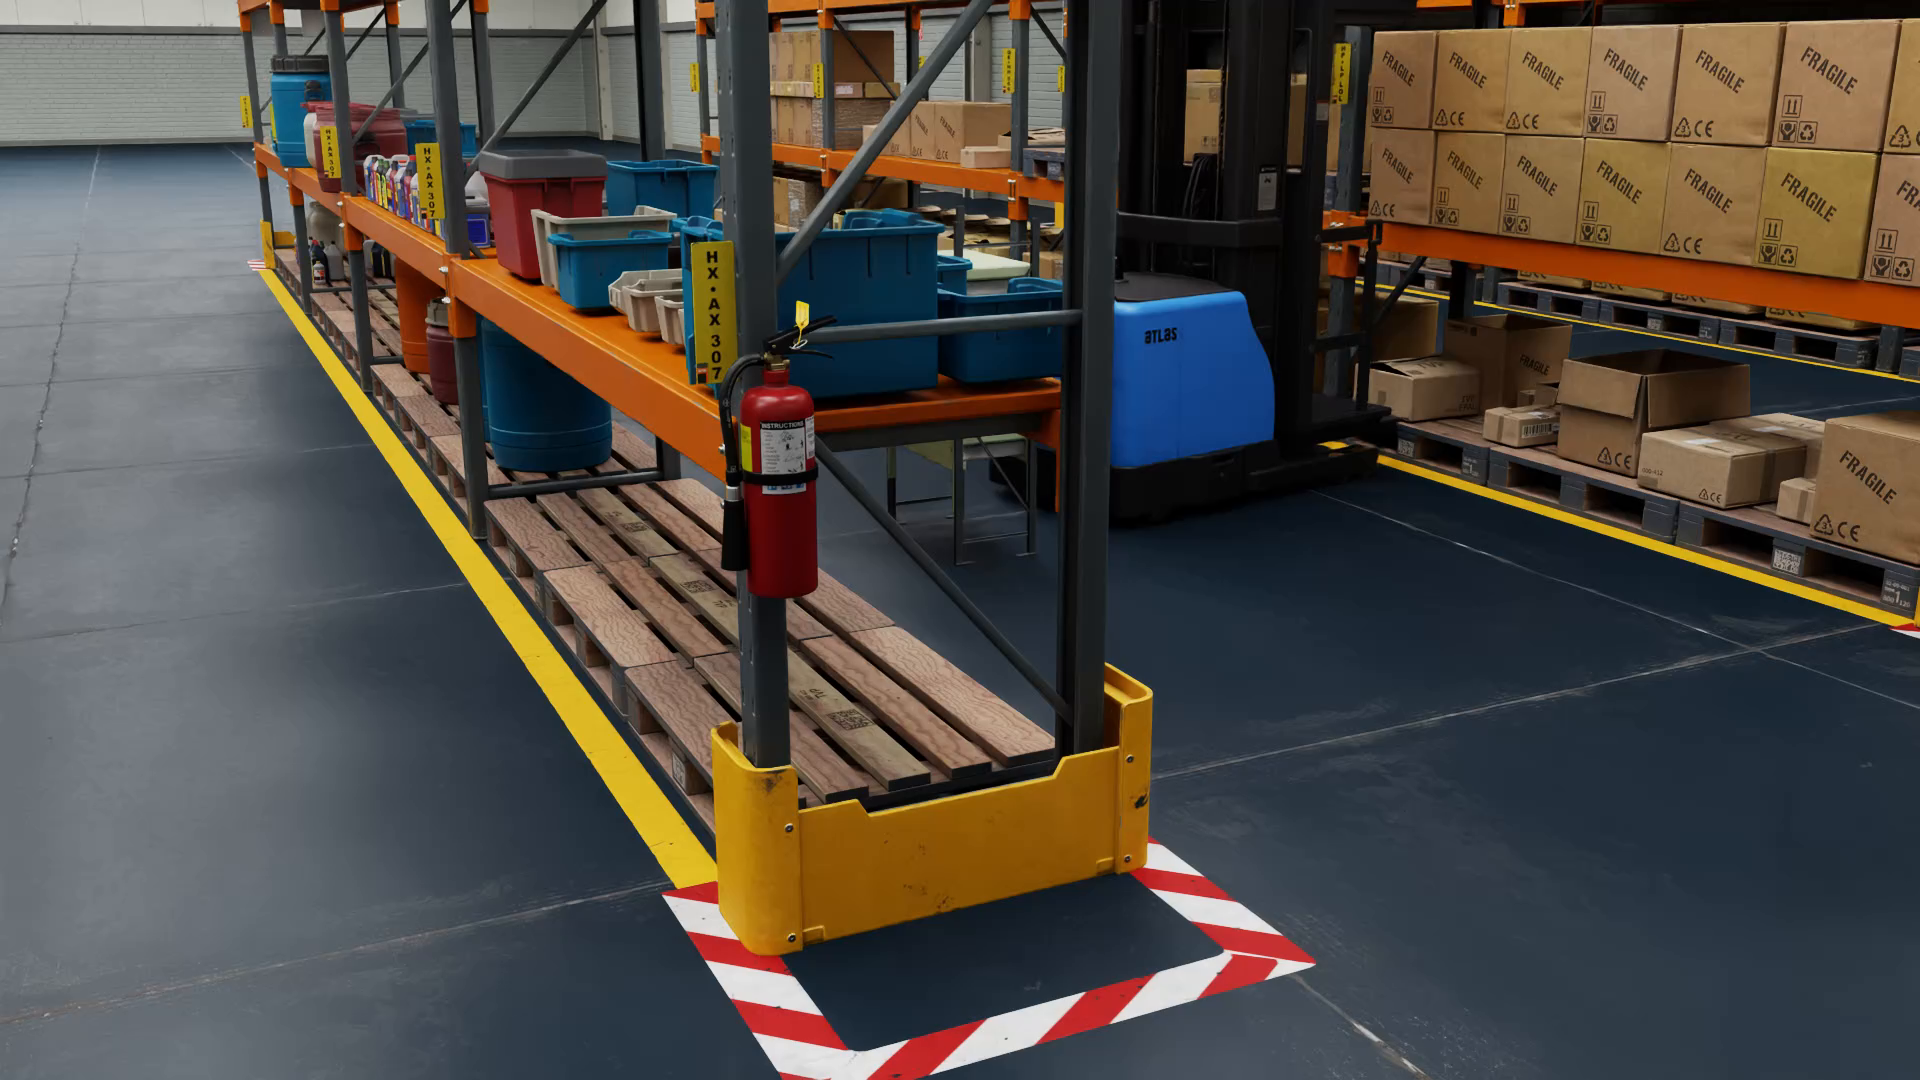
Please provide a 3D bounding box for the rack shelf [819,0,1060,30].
[{"bbox_3d":[-0.005,-4.690,14.522,1.077,0.370,4.000,-8,18,-25],"label":"rack shelf"}]

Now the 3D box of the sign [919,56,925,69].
[{"bbox_3d":[-0.398,-4.676,16.653,0.100,0.325,0.005,-8,18,-25],"label":"sign"}]

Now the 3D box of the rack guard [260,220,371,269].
[{"bbox_3d":[-7.013,-3.269,18.237,1.175,0.500,0.348,-8,18,-25],"label":"rack guard"}]

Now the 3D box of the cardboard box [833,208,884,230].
[{"bbox_3d":[-0.925,-3.107,16.346,0.500,0.311,0.500,-8,18,-25],"label":"cardboard box"}]

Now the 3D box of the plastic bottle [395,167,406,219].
[{"bbox_3d":[-3.077,-1.950,9.334,0.152,0.276,0.135,-8,18,-25],"label":"plastic bottle"}]

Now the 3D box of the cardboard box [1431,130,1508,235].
[{"bbox_3d":[2.829,-1.868,8.642,0.500,0.500,0.500,-7,18,-24],"label":"cardboard box"}]

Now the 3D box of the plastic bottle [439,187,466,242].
[{"bbox_3d":[-2.455,-1.598,8.107,0.152,0.276,0.135,-8,18,-25],"label":"plastic bottle"}]

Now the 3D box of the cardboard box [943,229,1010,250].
[{"bbox_3d":[0.186,-2.476,14.147,0.500,0.311,0.500,-8,18,-26],"label":"cardboard box"}]

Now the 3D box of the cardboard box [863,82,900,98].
[{"bbox_3d":[-0.825,-4.540,16.775,0.380,0.149,0.250,-8,18,-25],"label":"cardboard box"}]

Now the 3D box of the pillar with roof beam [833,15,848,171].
[{"bbox_3d":[-6.225,-10.951,29.598,9.100,9.000,0.400,-8,18,-25],"label":"pillar with roof beam"}]

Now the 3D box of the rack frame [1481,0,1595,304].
[{"bbox_3d":[5.322,-3.698,15.197,1.000,3.000,0.127,-8,18,-25],"label":"rack frame"}]

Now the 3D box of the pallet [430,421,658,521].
[{"bbox_3d":[-2.132,-0.365,8.638,1.003,0.211,1.213,-8,18,-25],"label":"pallet"}]

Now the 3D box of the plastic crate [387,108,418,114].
[{"bbox_3d":[-4.849,-3.440,14.183,0.402,0.464,0.583,-8,18,-25],"label":"plastic crate"}]

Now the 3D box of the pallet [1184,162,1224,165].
[{"bbox_3d":[1.727,-2.524,11.456,1.003,0.211,1.213,-8,18,-25],"label":"pallet"}]

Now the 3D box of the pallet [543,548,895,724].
[{"bbox_3d":[-0.936,0.312,6.279,1.003,0.211,1.213,-8,18,-25],"label":"pallet"}]

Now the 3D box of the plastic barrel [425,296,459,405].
[{"bbox_3d":[-2.859,-1.144,9.909,0.600,0.588,0.708,-8,18,-25],"label":"plastic barrel"}]

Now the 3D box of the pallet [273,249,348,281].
[{"bbox_3d":[-6.662,-2.928,17.573,1.003,0.211,1.213,-8,18,-25],"label":"pallet"}]

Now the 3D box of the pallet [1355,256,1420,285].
[{"bbox_3d":[4.451,-2.853,17.311,1.003,0.211,1.213,-8,18,-25],"label":"pallet"}]

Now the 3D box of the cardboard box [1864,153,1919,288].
[{"bbox_3d":[3.935,-1.241,6.454,0.500,0.500,0.500,-7,17,-23],"label":"cardboard box"}]

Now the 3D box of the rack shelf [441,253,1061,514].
[{"bbox_3d":[-0.955,-0.667,5.941,1.077,0.370,4.000,-8,18,-25],"label":"rack shelf"}]

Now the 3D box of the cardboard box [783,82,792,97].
[{"bbox_3d":[-1.638,-4.744,17.486,0.380,0.149,0.250,-8,18,-25],"label":"cardboard box"}]

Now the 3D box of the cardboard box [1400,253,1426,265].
[{"bbox_3d":[4.839,-3.022,16.576,0.700,0.500,0.500,-8,18,-25],"label":"cardboard box"}]

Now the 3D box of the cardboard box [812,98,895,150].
[{"bbox_3d":[-1.082,-4.247,16.931,0.700,0.500,0.500,-8,18,-26],"label":"cardboard box"}]

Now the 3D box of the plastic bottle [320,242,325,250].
[{"bbox_3d":[-6.022,-2.669,15.741,0.061,0.283,0.133,-8,18,-25],"label":"plastic bottle"}]

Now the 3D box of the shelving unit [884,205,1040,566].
[{"bbox_3d":[-0.003,-0.723,7.550,0.431,1.500,0.755,-8,18,-25],"label":"shelving unit"}]

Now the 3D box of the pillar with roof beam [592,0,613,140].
[{"bbox_3d":[-14.111,-15.414,45.151,9.100,9.000,0.400,-8,18,-25],"label":"pillar with roof beam"}]

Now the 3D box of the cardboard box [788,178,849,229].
[{"bbox_3d":[-1.490,-3.544,17.528,0.500,0.500,0.500,-8,18,-25],"label":"cardboard box"}]

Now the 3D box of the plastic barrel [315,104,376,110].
[{"bbox_3d":[-4.603,-3.005,12.536,0.433,0.535,0.433,0,16,0],"label":"plastic barrel"}]

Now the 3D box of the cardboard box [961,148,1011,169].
[{"bbox_3d":[0.228,-3.167,13.804,0.380,0.149,0.250,-8,18,-25],"label":"cardboard box"}]

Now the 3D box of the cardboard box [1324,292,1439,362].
[{"bbox_3d":[2.630,-1.266,10.457,0.500,0.500,0.500,-9,18,-27],"label":"cardboard box"}]

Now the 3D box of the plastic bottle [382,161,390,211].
[{"bbox_3d":[-3.363,-2.087,9.798,0.061,0.283,0.133,-8,18,-25],"label":"plastic bottle"}]

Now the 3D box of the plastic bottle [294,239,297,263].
[{"bbox_3d":[-6.574,-2.897,16.556,0.097,0.271,0.097,0,16,0],"label":"plastic bottle"}]

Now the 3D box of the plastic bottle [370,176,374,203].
[{"bbox_3d":[-3.616,-2.202,10.347,0.097,0.201,0.097,0,16,0],"label":"plastic bottle"}]

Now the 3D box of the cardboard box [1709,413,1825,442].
[{"bbox_3d":[3.954,-0.421,7.968,0.500,0.250,0.500,-8,18,-25],"label":"cardboard box"}]

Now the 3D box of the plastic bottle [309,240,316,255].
[{"bbox_3d":[-5.961,-2.603,15.387,0.144,0.351,0.185,-9,18,-28],"label":"plastic bottle"}]

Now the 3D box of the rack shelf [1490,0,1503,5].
[{"bbox_3d":[3.499,-2.706,7.609,1.077,0.370,4.000,-8,18,-25],"label":"rack shelf"}]

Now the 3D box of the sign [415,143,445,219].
[{"bbox_3d":[-2.327,-1.576,7.301,0.100,0.325,0.005,-8,18,-25],"label":"sign"}]

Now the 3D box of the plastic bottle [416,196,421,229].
[{"bbox_3d":[-2.810,-1.746,8.758,0.097,0.201,0.097,0,16,0],"label":"plastic bottle"}]

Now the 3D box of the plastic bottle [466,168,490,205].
[{"bbox_3d":[-2.399,-1.691,8.293,0.144,0.351,0.185,-8,18,-25],"label":"plastic bottle"}]

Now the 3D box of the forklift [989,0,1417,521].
[{"bbox_3d":[1.615,-1.808,8.737,3.031,2.935,1.130,-13,20,-37],"label":"forklift"}]

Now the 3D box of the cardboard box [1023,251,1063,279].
[{"bbox_3d":[0.813,-1.961,12.879,0.500,0.500,0.500,-7,17,-23],"label":"cardboard box"}]

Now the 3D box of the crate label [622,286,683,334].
[{"bbox_3d":[-0.857,-0.739,5.257,0.396,0.136,0.243,-8,18,-25],"label":"crate label"}]

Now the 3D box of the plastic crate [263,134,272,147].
[{"bbox_3d":[-6.986,-4.096,17.066,0.298,0.136,0.250,-8,18,-25],"label":"plastic crate"}]

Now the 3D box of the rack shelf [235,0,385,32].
[{"bbox_3d":[-6.212,-5.084,15.895,1.077,0.370,4.000,-8,18,-25],"label":"rack shelf"}]

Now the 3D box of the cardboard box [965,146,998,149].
[{"bbox_3d":[0.261,-3.287,14.221,0.380,0.149,0.250,-6,17,-21],"label":"cardboard box"}]

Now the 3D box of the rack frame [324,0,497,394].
[{"bbox_3d":[-3.584,-2.500,11.026,1.000,3.000,0.127,-8,18,-25],"label":"rack frame"}]

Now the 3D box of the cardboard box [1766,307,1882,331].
[{"bbox_3d":[6.673,-2.020,12.487,0.750,0.750,0.750,-7,18,-24],"label":"cardboard box"}]

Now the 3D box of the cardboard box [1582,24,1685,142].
[{"bbox_3d":[3.255,-2.101,7.639,0.500,0.500,0.500,-7,17,-23],"label":"cardboard box"}]

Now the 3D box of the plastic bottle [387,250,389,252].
[{"bbox_3d":[-5.317,-2.681,15.659,0.144,0.351,0.185,-7,17,-23],"label":"plastic bottle"}]

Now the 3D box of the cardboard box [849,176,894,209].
[{"bbox_3d":[-1.029,-3.606,17.744,0.500,0.500,0.500,-8,18,-25],"label":"cardboard box"}]

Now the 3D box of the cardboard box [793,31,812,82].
[{"bbox_3d":[-1.304,-4.996,17.189,0.700,0.500,0.500,-8,18,-25],"label":"cardboard box"}]

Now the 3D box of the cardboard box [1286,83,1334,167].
[{"bbox_3d":[2.258,-2.663,10.651,0.700,0.500,0.500,-5,17,-16],"label":"cardboard box"}]

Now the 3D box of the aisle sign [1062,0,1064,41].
[{"bbox_3d":[1.516,-6.912,21.687,0.394,0.787,0.004,-8,18,-25],"label":"aisle sign"}]

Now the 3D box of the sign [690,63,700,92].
[{"bbox_3d":[-3.136,-5.470,19.662,0.100,0.325,0.005,-8,18,-25],"label":"sign"}]

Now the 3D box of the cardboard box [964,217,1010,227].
[{"bbox_3d":[0.220,-2.796,15.264,0.500,0.311,0.500,-8,18,-26],"label":"cardboard box"}]

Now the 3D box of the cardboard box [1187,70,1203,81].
[{"bbox_3d":[2.861,-5.190,19.275,0.500,0.500,0.500,-8,18,-25],"label":"cardboard box"}]

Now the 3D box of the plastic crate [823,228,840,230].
[{"bbox_3d":[-0.599,-0.967,5.877,0.416,0.233,0.300,-8,18,-25],"label":"plastic crate"}]

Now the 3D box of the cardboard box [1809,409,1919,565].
[{"bbox_3d":[3.916,-0.229,6.846,0.500,0.500,0.500,-8,18,-25],"label":"cardboard box"}]
